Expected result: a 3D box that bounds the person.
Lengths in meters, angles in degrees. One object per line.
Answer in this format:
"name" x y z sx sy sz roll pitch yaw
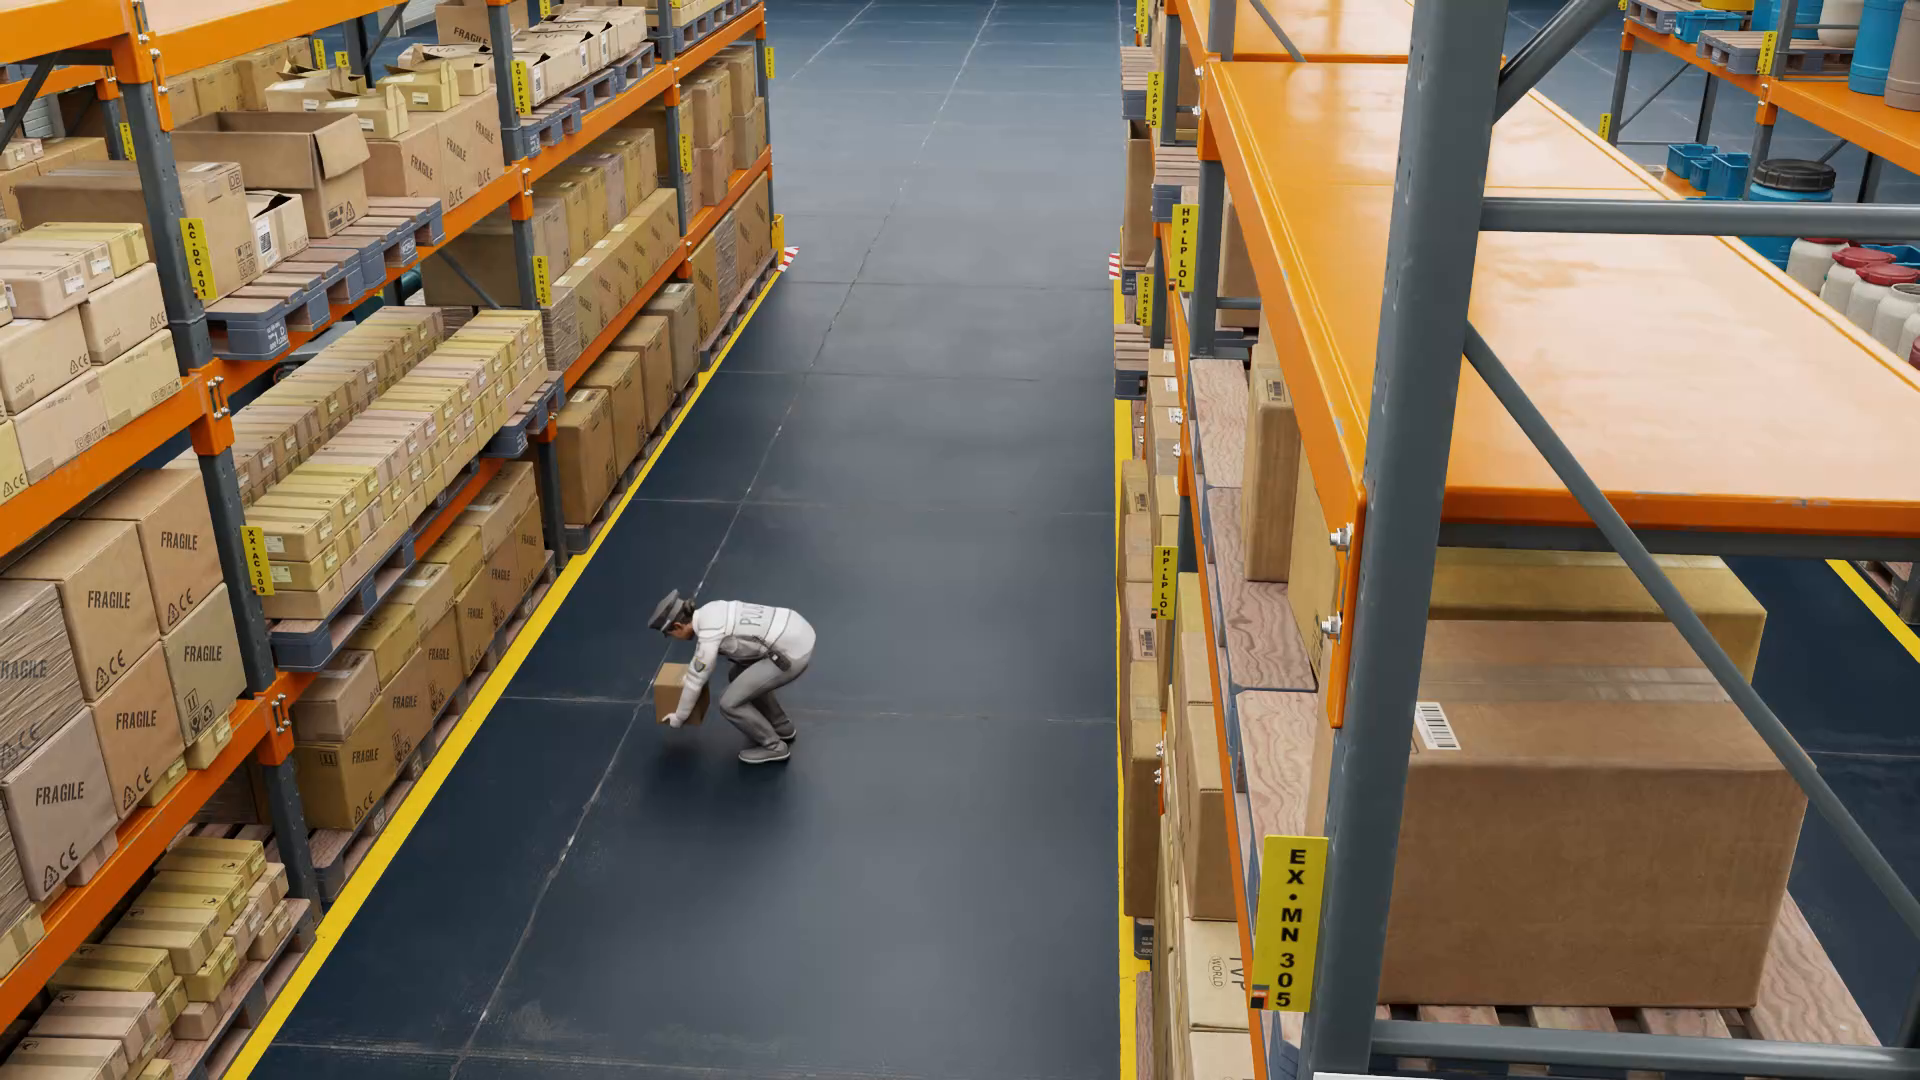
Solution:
"person" -1.254 0.732 9.218 0.911 0.983 0.468 1 25 2
